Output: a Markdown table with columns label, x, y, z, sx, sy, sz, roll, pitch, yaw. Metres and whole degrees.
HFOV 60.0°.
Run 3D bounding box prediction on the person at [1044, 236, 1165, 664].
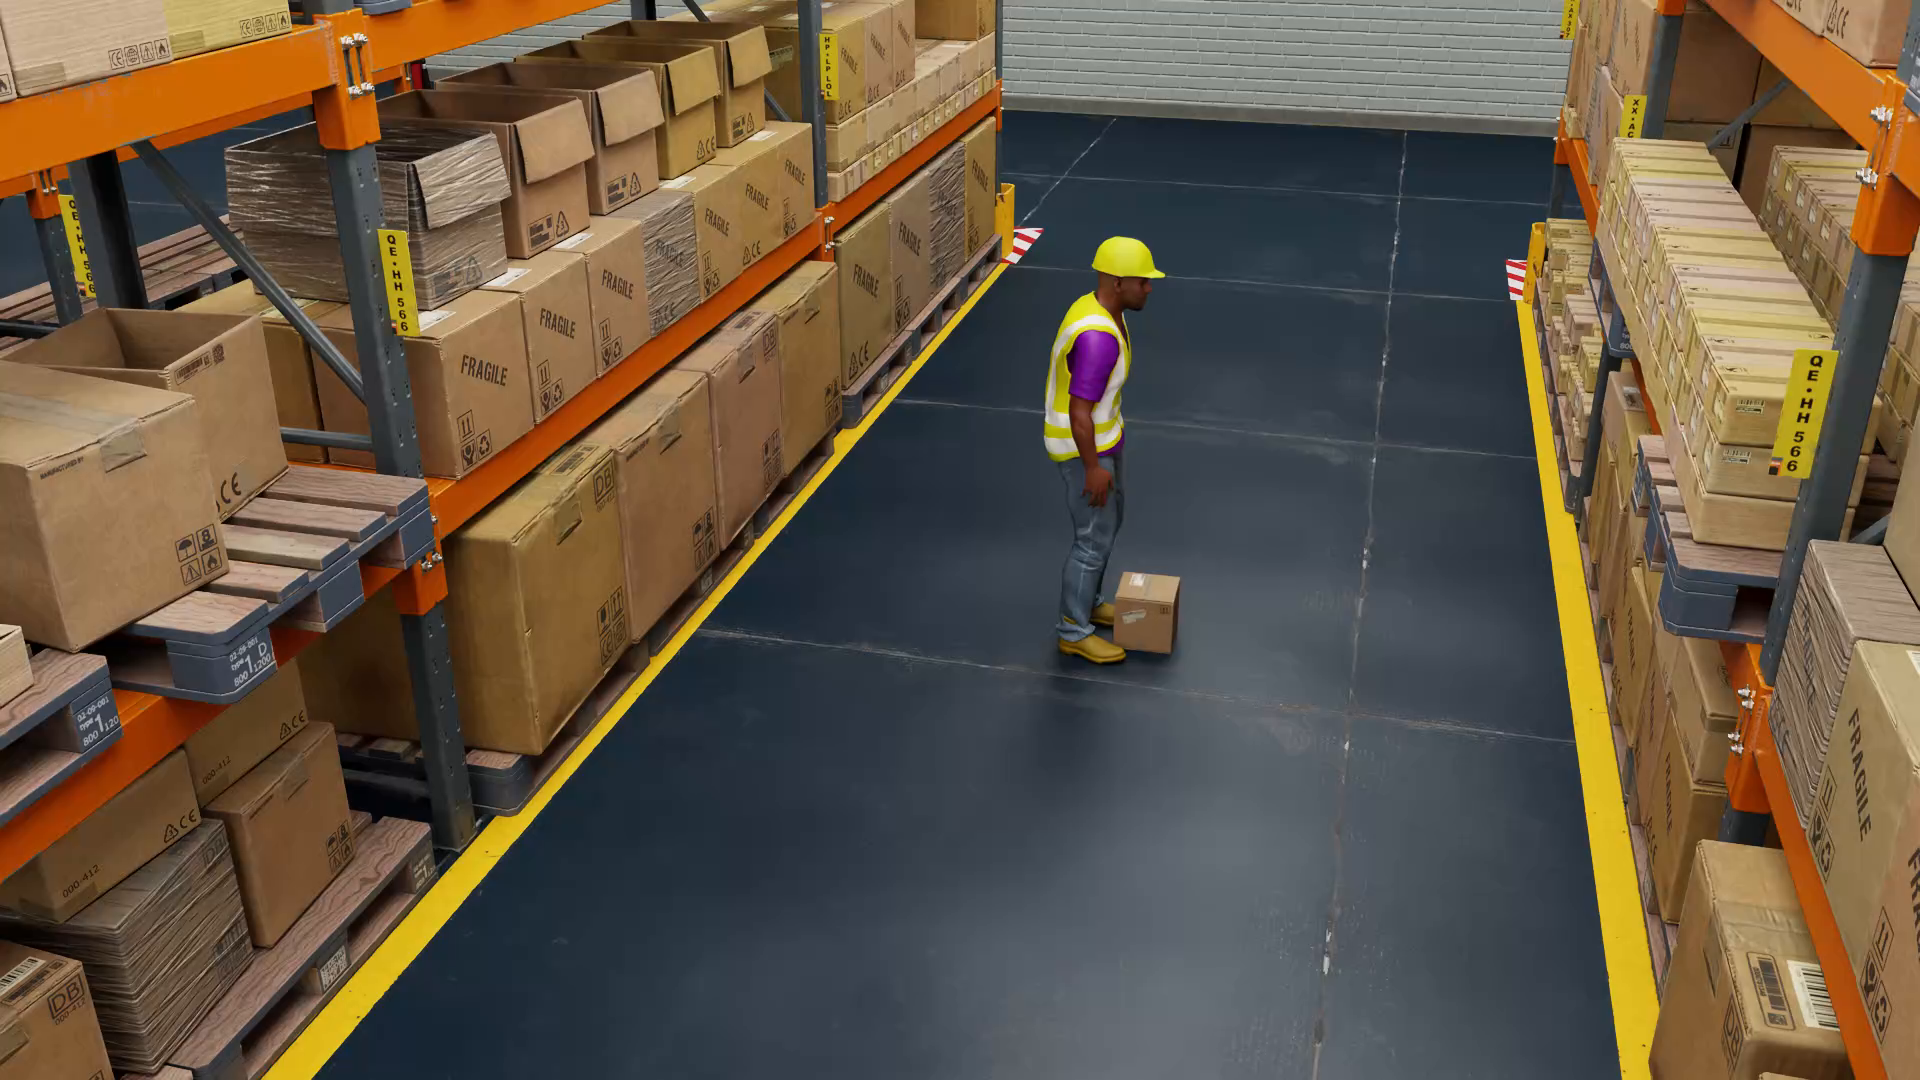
| label | x | y | z | sx | sy | sz | roll | pitch | yaw |
| --- | --- | --- | --- | --- | --- | --- | --- | --- | --- |
| person | 0.582 | -0.392 | 6.923 | 0.461 | 1.759 | 0.630 | 5 | 26 | 10 |
